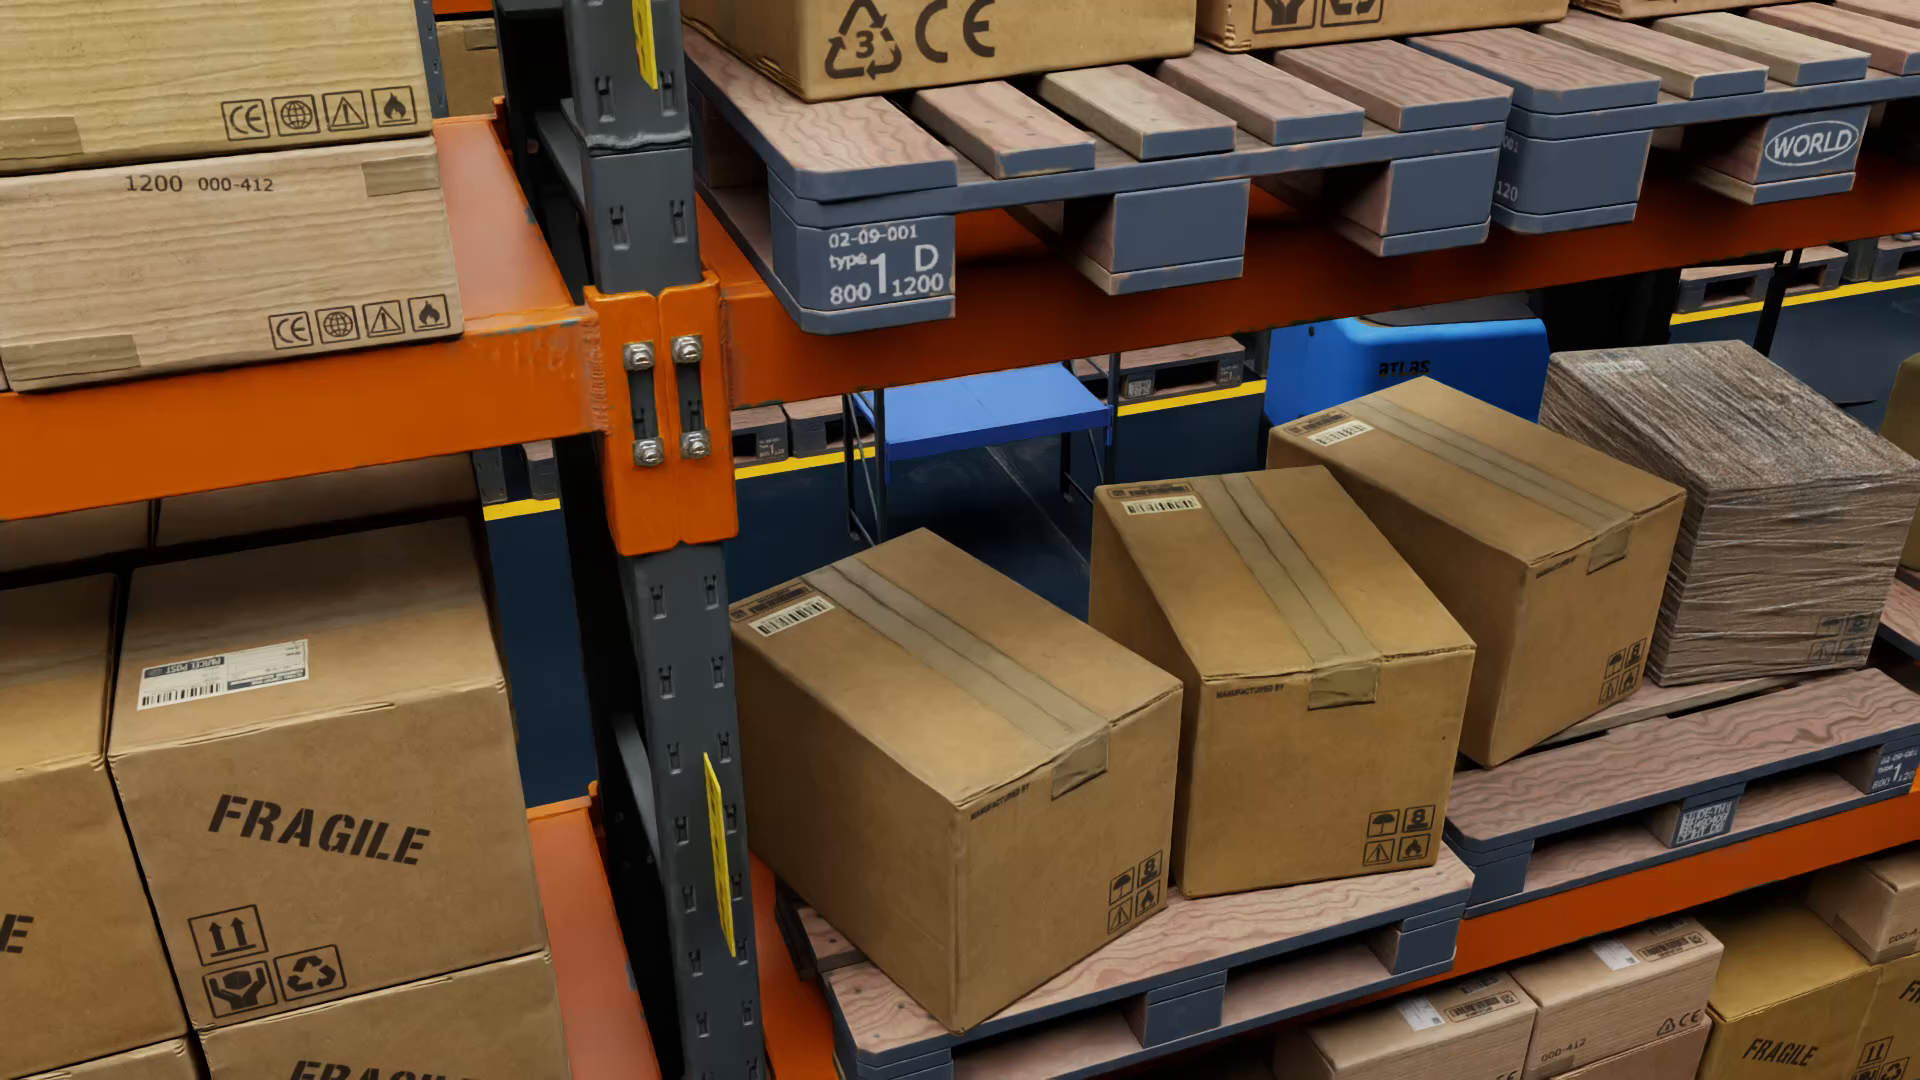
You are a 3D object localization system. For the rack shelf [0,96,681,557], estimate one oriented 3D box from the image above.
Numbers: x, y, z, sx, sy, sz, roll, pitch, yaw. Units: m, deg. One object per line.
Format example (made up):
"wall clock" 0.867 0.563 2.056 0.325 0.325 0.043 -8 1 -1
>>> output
"rack shelf" -2.434 -0.043 1.992 4.000 0.370 1.077 -10 31 -18

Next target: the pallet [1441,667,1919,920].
"pallet" 1.368 0.333 3.829 1.213 0.211 1.003 -10 31 -18

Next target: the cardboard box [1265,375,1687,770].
"cardboard box" 1.075 0.043 3.619 0.500 0.500 0.700 -19 35 -30

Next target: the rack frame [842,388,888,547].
"rack frame" -0.396 -0.579 6.751 0.032 1.500 0.500 -10 31 -18

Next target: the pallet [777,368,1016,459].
"pallet" -0.400 -0.811 8.460 1.213 0.211 1.003 -10 31 -18

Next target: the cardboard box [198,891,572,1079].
"cardboard box" -0.939 0.764 2.777 0.500 0.500 0.500 -10 31 -17

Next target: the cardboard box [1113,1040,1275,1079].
"cardboard box" 0.475 1.430 3.791 0.500 0.500 0.500 -10 31 -17

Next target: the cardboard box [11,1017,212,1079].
"cardboard box" -1.421 0.854 2.620 0.500 0.500 0.500 -10 31 -16

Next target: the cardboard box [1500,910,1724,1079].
"cardboard box" 1.386 0.942 3.890 0.500 0.250 0.500 -11 31 -19

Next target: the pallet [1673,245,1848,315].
"pallet" 4.492 -1.712 10.042 1.213 0.211 1.003 -10 31 -18

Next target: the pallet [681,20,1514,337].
"pallet" 0.076 -0.699 2.607 1.003 0.211 1.213 -10 31 -18

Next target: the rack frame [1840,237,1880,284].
"rack frame" 5.215 -3.077 9.621 0.127 3.000 1.000 -10 31 -18

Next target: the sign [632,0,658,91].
"sign" -0.363 -0.675 1.852 0.005 0.325 0.100 -10 31 -18

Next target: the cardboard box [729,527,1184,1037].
"cardboard box" -0.038 0.399 2.995 0.500 0.500 0.700 -22 37 -34

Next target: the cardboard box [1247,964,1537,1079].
"cardboard box" 0.916 1.029 3.738 0.500 0.250 0.500 -10 31 -18

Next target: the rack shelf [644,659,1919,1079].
"rack shelf" 1.315 0.570 3.946 4.000 0.370 1.077 -10 31 -18

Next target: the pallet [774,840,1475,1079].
"pallet" 0.227 0.599 3.363 1.213 0.211 1.003 -10 31 -18

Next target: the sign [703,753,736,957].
"sign" -0.363 0.477 2.509 0.005 0.325 0.100 -10 31 -18

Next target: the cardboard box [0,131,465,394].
"cardboard box" -0.923 -0.428 2.093 0.500 0.250 0.500 -10 31 -18

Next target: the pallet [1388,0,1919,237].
"pallet" 1.047 -0.880 2.924 1.003 0.211 1.213 -10 31 -18

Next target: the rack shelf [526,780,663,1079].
"rack shelf" -2.434 1.260 2.735 4.000 0.370 1.077 -10 31 -18

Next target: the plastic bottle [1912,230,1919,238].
"plastic bottle" 5.761 -1.922 9.975 0.097 0.201 0.097 0 30 0

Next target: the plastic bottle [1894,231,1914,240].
"plastic bottle" 5.666 -1.935 9.927 0.097 0.271 0.097 0 30 0

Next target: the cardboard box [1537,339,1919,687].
"cardboard box" 1.715 -0.084 3.841 0.500 0.500 0.700 -5 30 -8

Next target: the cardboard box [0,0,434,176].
"cardboard box" -0.921 -0.643 1.965 0.500 0.250 0.500 -10 31 -18

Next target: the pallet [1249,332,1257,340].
"pallet" 2.205 -1.291 9.303 1.213 0.211 1.003 -10 31 -18

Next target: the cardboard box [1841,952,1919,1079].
"cardboard box" 2.395 1.077 4.410 0.500 0.500 0.500 -9 31 -16

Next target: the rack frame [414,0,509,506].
"rack frame" -2.283 -1.696 7.197 0.127 3.000 1.000 -10 31 -18

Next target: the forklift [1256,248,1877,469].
"forklift" 2.950 -1.503 6.927 3.031 2.935 1.130 -4 30 -8

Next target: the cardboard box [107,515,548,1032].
"cardboard box" -0.943 0.332 2.526 0.500 0.500 0.500 -10 31 -17

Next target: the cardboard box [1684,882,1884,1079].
"cardboard box" 1.910 1.166 4.253 0.500 0.500 0.500 -12 32 -19

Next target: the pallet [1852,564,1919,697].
"pallet" 2.579 0.145 4.159 1.003 0.211 1.213 -10 31 -18

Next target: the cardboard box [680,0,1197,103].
"cardboard box" -0.062 -1.023 2.359 0.600 0.600 0.600 -14 32 -22

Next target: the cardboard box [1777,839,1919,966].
"cardboard box" 2.343 0.763 4.204 0.500 0.250 0.500 -9 31 -16

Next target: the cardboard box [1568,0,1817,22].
"cardboard box" 1.187 -1.255 2.765 0.600 0.600 0.600 -12 32 -20

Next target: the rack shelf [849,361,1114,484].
"rack shelf" 0.080 -0.510 6.994 1.000 0.185 0.538 -10 31 -18

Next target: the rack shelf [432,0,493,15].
"rack shelf" -2.136 -4.027 12.015 4.000 0.370 1.077 -10 31 -18

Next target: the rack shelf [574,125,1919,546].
"rack shelf" 1.315 -0.734 3.204 4.000 0.370 1.077 -10 31 -18

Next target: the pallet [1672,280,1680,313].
"pallet" 3.347 -1.500 9.669 1.213 0.211 1.003 -10 31 -18

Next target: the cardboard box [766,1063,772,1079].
"cardboard box" -0.197 1.279 4.055 0.500 0.500 0.500 -11 31 -18

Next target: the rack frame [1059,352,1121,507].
"rack frame" 0.556 -0.754 7.059 0.032 1.500 0.500 -10 31 -18

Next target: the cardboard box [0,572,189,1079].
"cardboard box" -1.422 0.422 2.369 0.500 0.500 0.500 -11 31 -19

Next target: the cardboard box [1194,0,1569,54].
"cardboard box" 0.557 -1.149 2.580 0.600 0.600 0.600 -11 31 -18

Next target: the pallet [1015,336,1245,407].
"pallet" 0.741 -1.020 8.827 1.213 0.211 1.003 -10 31 -18

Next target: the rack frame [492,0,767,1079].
"rack frame" -0.560 0.602 3.162 0.127 3.000 1.000 -10 31 -18

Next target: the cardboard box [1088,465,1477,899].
"cardboard box" 0.585 0.250 3.255 0.500 0.500 0.700 -6 30 -10

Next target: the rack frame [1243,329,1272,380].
"rack frame" 1.466 -2.387 8.409 0.127 3.000 1.000 -10 31 -18

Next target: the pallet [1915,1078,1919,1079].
"pallet" 2.476 1.235 4.869 1.213 0.211 1.003 -10 31 -18

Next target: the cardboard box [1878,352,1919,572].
"cardboard box" 2.638 -0.153 3.963 0.500 0.500 0.700 -22 37 -34

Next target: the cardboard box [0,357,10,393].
"cardboard box" -1.395 -0.347 1.950 0.500 0.250 0.500 -10 31 -18

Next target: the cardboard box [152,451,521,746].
"cardboard box" -1.099 0.075 2.977 0.500 0.500 0.500 -10 31 -16

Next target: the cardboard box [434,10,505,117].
"cardboard box" -3.417 -3.373 11.863 0.875 0.875 1.225 -10 31 -17

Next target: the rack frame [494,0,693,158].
"rack frame" -0.560 -2.004 1.677 0.127 3.000 1.000 -10 31 -18

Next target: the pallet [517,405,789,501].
"pallet" -1.546 -0.599 8.087 1.213 0.211 1.003 -10 31 -18

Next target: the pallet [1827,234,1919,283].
"pallet" 5.859 -1.962 10.481 1.213 0.211 1.003 -10 31 -18

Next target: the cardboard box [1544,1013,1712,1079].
"cardboard box" 1.420 1.260 4.089 0.500 0.500 0.500 -12 32 -19

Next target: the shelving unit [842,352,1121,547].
"shelving unit" 0.080 -0.666 6.905 1.048 1.500 0.538 -10 31 -18

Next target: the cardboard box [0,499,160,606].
"cardboard box" -1.583 0.165 2.820 0.500 0.500 0.500 -11 32 -19
